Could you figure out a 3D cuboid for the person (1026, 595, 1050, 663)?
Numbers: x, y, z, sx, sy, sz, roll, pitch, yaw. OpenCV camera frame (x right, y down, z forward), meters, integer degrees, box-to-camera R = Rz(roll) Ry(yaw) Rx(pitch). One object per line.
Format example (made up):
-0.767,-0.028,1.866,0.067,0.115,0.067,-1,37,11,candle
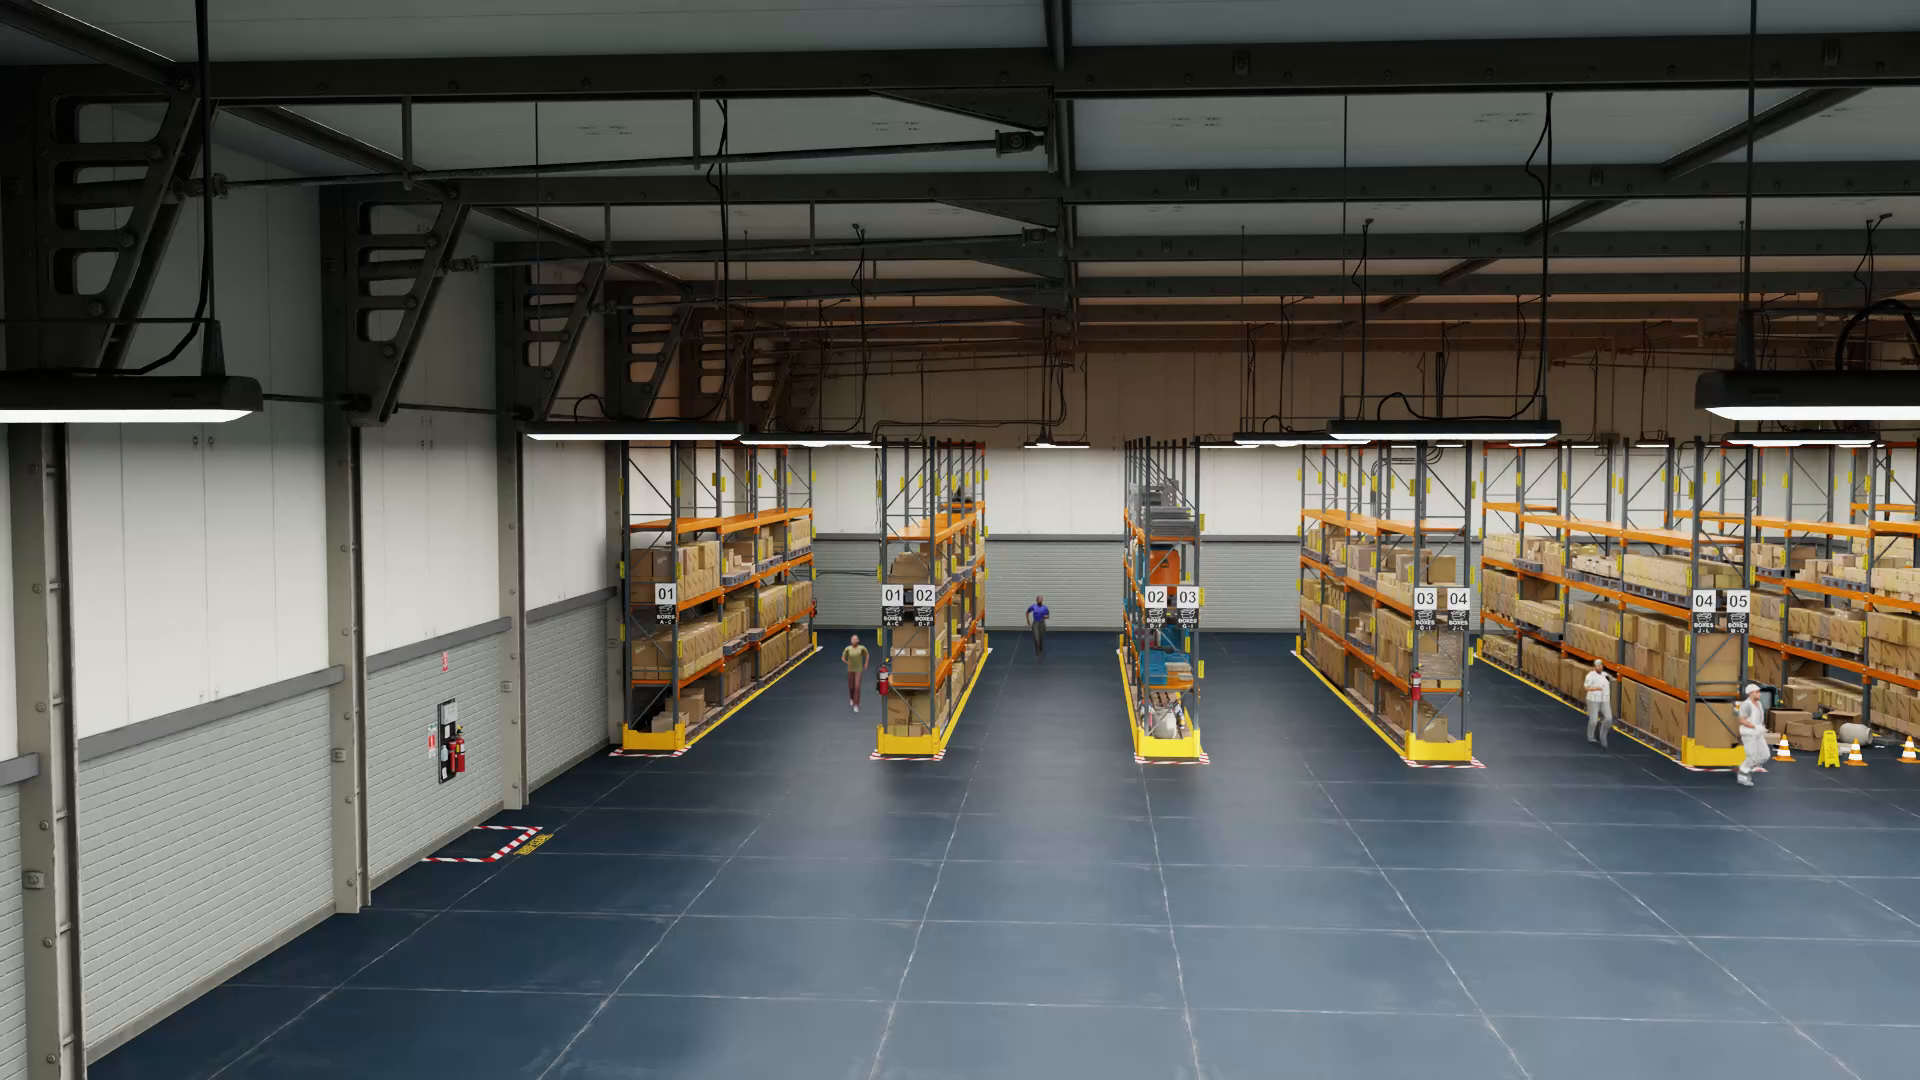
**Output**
2.051,2.312,43.406,0.569,1.701,0.810,0,3,-9,person

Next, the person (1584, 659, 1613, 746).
12.439,3.174,32.351,0.583,1.700,0.660,0,3,-1,person

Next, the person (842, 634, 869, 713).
-2.321,2.919,36.794,0.598,1.688,0.848,0,3,0,person

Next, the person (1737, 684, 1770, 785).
13.558,3.324,28.355,0.688,1.741,0.598,-2,4,-36,person
